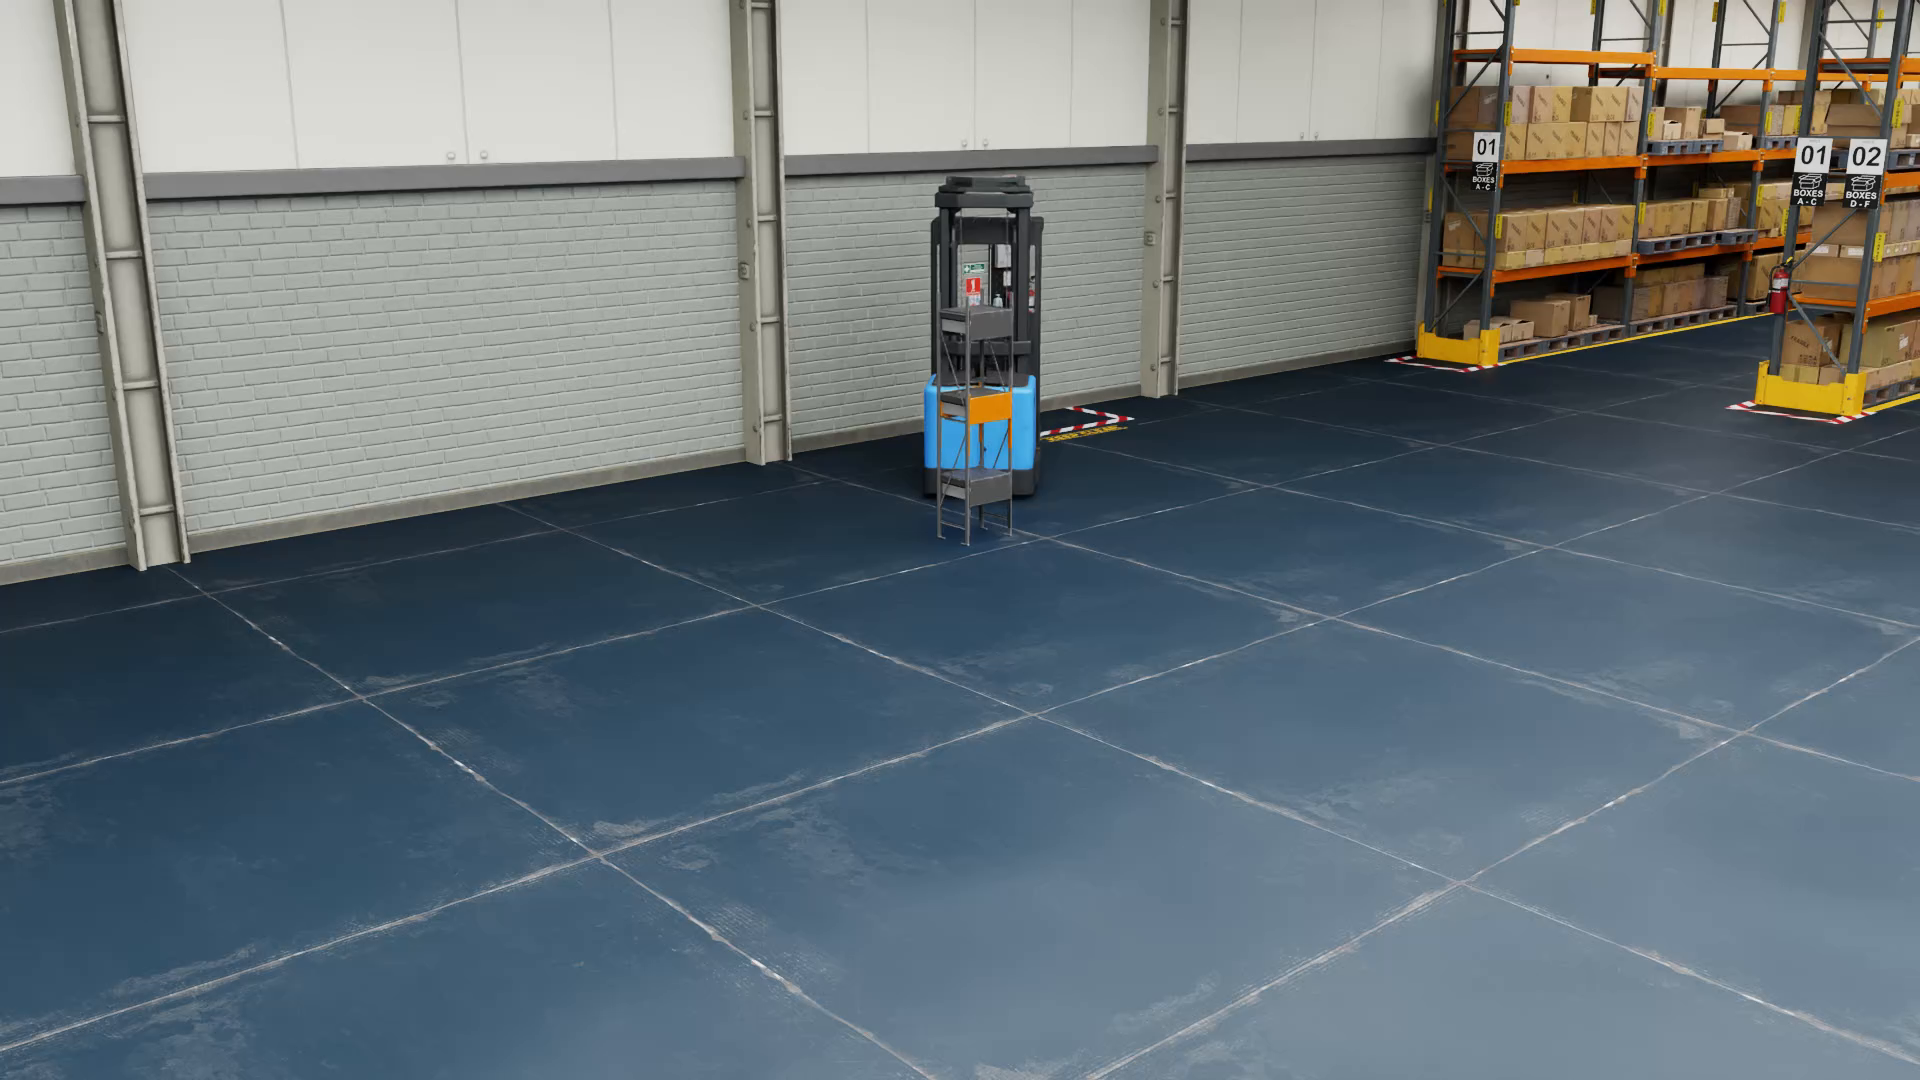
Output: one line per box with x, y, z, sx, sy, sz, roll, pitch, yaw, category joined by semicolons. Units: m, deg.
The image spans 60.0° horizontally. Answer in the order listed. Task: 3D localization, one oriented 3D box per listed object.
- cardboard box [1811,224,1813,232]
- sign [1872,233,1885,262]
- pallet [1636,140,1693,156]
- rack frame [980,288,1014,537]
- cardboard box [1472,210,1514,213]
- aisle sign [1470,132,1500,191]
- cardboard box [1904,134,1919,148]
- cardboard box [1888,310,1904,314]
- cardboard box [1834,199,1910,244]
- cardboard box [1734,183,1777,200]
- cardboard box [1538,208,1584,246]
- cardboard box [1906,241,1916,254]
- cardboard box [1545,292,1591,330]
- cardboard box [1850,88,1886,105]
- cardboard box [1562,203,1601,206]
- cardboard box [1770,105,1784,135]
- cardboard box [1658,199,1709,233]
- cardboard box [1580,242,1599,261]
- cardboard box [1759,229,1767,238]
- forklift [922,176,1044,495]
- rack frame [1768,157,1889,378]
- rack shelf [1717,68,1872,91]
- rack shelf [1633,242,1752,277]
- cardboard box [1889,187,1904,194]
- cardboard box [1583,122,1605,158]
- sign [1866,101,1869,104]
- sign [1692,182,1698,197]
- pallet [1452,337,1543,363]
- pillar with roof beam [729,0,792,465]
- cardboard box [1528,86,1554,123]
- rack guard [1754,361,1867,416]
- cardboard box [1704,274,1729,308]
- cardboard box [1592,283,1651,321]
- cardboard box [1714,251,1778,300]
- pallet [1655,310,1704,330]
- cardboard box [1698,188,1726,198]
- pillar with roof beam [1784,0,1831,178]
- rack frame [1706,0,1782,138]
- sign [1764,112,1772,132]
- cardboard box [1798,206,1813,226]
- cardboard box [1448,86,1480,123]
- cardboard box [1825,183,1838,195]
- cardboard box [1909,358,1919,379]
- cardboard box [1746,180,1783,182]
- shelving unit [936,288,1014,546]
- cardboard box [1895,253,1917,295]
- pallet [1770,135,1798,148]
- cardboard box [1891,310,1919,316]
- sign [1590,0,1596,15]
15.287;-5.669;30.108;0.250;0.149;0.380;-13;19;-39;cardboard box
10.707;-3.411;19.376;0.005;0.325;0.100;-13;19;-39;sign
10.645;-6.147;26.002;1.003;0.211;1.213;-13;19;-39;pallet
0.309;-1.084;14.239;0.015;2.100;0.400;-13;19;-39;rack frame
7.695;-4.531;24.200;0.500;0.500;0.500;-12;19;-39;cardboard box
7.235;-5.212;22.914;0.004;0.787;0.394;-13;19;-39;aisle sign
11.350;-4.827;20.097;0.250;0.149;0.380;-13;19;-39;cardboard box
12.055;-2.791;21.946;0.500;0.500;0.500;-13;19;-39;cardboard box
11.141;-3.914;20.383;0.500;0.500;0.700;-13;20;-41;cardboard box
13.661;-5.978;28.555;0.500;0.250;0.500;-12;19;-38;cardboard box
8.805;-4.607;24.483;0.500;0.500;0.500;-12;19;-38;cardboard box
11.562;-3.625;20.557;0.250;0.149;0.380;-14;20;-41;cardboard box
9.353;-3.526;25.629;0.500;0.500;0.500;14;21;43;cardboard box
16.867;-8.116;30.841;0.500;0.500;0.500;-13;20;-40;cardboard box
9.618;-4.965;25.825;0.500;0.500;0.500;-13;20;-41;cardboard box
13.821;-7.286;28.855;0.500;0.500;0.700;-14;20;-42;cardboard box
11.854;-5.346;27.406;0.500;0.500;0.700;-13;19;-39;cardboard box
9.201;-4.332;24.906;0.500;0.250;0.500;-13;20;-40;cardboard box
13.724;-5.322;28.811;0.250;0.149;0.380;-12;19;-39;cardboard box
0.274;-2.165;16.674;1.130;2.935;3.031;1;15;4;forklift
10.347;-3.063;19.906;0.127;3.000;1.000;-13;19;-39;rack frame
14.636;-8.079;29.226;4.000;0.370;1.077;-13;19;-39;rack shelf
11.619;-4.696;27.412;4.000;0.370;1.077;-13;19;-39;rack shelf
17.661;-6.541;32.345;0.700;0.700;0.980;-14;20;-42;cardboard box
9.108;-5.894;24.457;0.500;0.500;0.500;-14;20;-41;cardboard box
16.508;-7.807;30.241;0.005;0.325;0.100;-13;19;-39;sign
12.760;-6.049;28.841;0.005;0.325;0.100;-13;19;-39;sign
7.786;-2.824;24.412;1.213;0.211;1.003;-13;19;-39;pallet
0.826;-4.342;13.066;0.400;9.000;9.100;-13;19;-39;pillar with roof beam
7.954;-6.110;23.331;0.500;0.500;0.500;-13;20;-40;cardboard box
10.329;-1.852;20.213;0.348;0.500;1.175;-13;19;-39;rack guard
12.618;-4.255;28.359;0.500;0.500;0.700;-12;19;-39;cardboard box
10.654;-3.838;26.796;0.500;0.500;0.700;-12;19;-38;cardboard box
13.768;-4.646;29.182;0.750;0.750;0.750;-13;20;-40;cardboard box
11.617;-3.697;27.683;1.213;0.211;1.003;-13;19;-39;pallet
12.654;-5.835;27.979;0.380;0.149;0.250;12;19;38;cardboard box
18.931;-8.407;28.287;0.400;9.000;9.100;-13;19;-39;pillar with roof beam
13.127;-8.281;27.813;0.127;3.000;1.000;-13;19;-39;rack frame
13.482;-6.975;27.737;0.005;0.325;0.100;-13;19;-39;sign
14.826;-5.877;29.630;0.500;0.500;0.500;-12;19;-38;cardboard box
7.246;-6.141;23.446;0.500;0.500;0.500;-12;19;-37;cardboard box
15.568;-6.410;30.174;0.500;0.250;0.500;-12;19;-38;cardboard box
12.030;-2.239;21.335;0.500;0.250;0.500;-13;19;-39;cardboard box
14.465;-6.333;29.886;0.500;0.250;0.500;-13;20;-41;cardboard box
0.125;-1.042;14.084;0.503;2.100;0.431;-13;19;-39;shelving unit
11.479;-3.361;20.827;0.500;0.500;0.700;-12;19;-39;cardboard box
14.420;-7.050;29.383;1.213;0.211;1.003;-12;19;-37;pallet
12.399;-2.689;21.565;0.500;0.500;0.500;-13;19;-39;cardboard box
9.741;-8.238;25.536;0.005;0.325;0.100;-13;19;-39;sign
